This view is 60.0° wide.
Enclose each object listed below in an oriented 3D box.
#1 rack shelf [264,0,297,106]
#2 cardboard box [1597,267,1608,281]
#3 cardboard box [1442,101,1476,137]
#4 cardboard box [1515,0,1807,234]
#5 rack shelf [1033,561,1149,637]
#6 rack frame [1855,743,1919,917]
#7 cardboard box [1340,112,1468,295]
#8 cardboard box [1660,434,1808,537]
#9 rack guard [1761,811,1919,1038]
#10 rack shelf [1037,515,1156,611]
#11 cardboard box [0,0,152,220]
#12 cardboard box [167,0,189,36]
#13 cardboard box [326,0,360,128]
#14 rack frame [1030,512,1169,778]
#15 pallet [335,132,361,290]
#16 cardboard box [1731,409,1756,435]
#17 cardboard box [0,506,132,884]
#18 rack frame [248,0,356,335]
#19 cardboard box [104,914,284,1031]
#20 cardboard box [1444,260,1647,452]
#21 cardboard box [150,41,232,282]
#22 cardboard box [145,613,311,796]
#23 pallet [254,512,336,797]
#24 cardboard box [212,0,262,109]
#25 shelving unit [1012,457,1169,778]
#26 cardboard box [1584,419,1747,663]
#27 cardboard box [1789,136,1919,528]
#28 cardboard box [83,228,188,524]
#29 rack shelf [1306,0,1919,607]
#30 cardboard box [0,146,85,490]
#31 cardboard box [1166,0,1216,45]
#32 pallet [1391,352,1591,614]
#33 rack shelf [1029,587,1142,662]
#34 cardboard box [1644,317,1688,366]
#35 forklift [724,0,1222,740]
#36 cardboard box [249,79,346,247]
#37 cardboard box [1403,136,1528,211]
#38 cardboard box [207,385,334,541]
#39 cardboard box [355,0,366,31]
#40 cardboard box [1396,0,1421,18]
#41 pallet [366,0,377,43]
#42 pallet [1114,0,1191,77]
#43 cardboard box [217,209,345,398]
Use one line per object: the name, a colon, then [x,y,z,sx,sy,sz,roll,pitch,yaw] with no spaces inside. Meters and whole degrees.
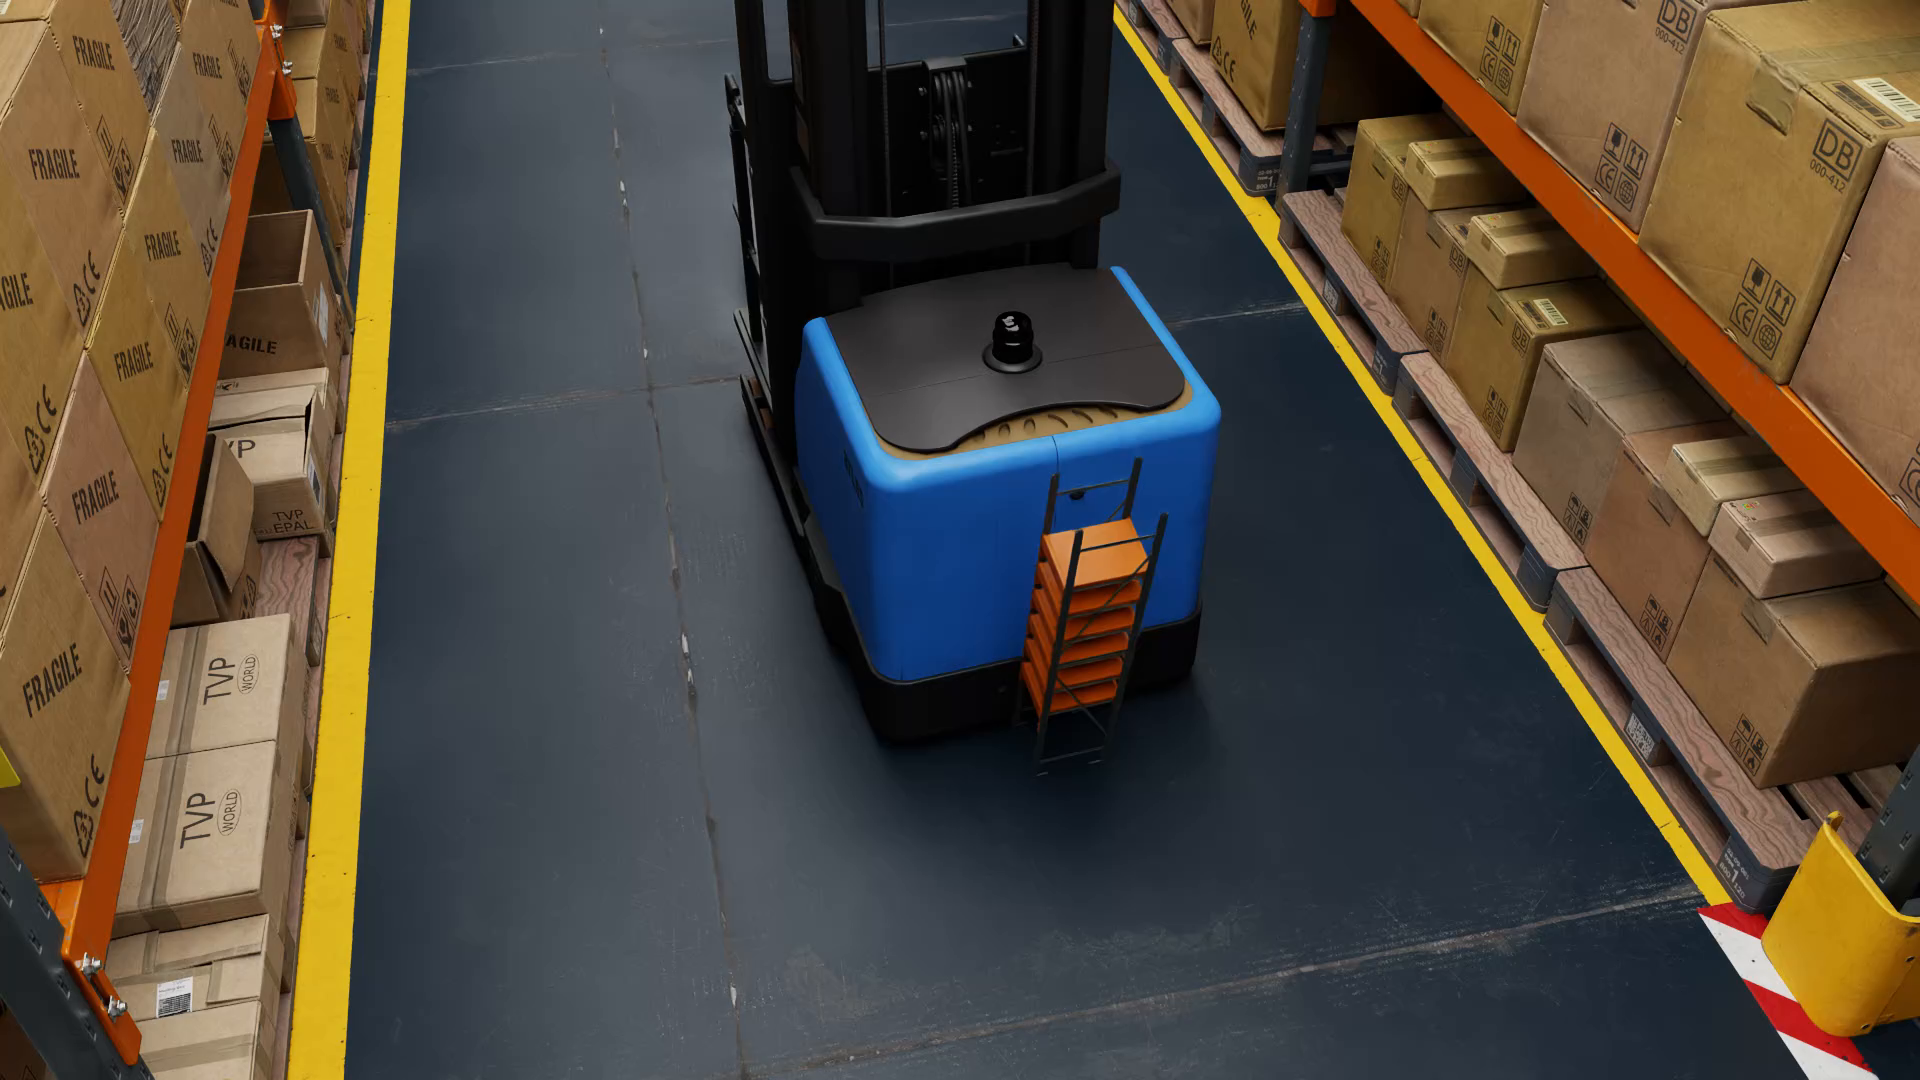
rack shelf: [-3.368,-2.945,7.350,1.077,0.370,4.000,-8,42,-9]
cardboard box: [2.350,-1.042,5.742,0.380,0.149,0.250,-8,42,-9]
cardboard box: [2.124,-1.718,6.504,0.380,0.149,0.250,-9,42,-10]
cardboard box: [2.320,-1.444,4.891,0.980,0.700,0.700,-10,43,-11]
rack shelf: [0.344,0.132,4.397,0.258,0.103,0.180,-11,54,-12]
rack frame: [2.763,-0.037,3.533,1.000,3.000,0.127,-8,42,-9]
cardboard box: [1.961,-1.353,6.581,0.700,0.500,0.500,-8,42,-9]
cardboard box: [2.253,-0.164,4.753,0.380,0.149,0.250,-7,42,-8]
rack guard: [2.768,0.913,4.345,1.175,0.500,0.348,-8,42,-9]
rack shelf: [0.351,0.059,4.302,0.258,0.103,0.180,-11,54,-12]
cardboard box: [-2.245,-1.054,3.849,0.500,0.500,0.500,-9,42,-10]
cardboard box: [-2.461,-1.707,4.585,0.500,0.500,0.500,-9,42,-10]
cardboard box: [-3.029,-2.165,7.481,0.500,0.500,0.500,-8,42,-9]
rack frame: [0.359,0.321,4.500,0.240,1.200,0.006,-11,54,-12]
pallet: [-3.149,-1.397,7.165,1.003,0.211,1.213,-8,42,-9]
cardboard box: [2.573,-0.380,4.996,0.380,0.149,0.250,-8,42,-9]
cardboard box: [-1.911,0.312,3.064,0.500,0.500,0.500,-8,42,-8]
rack frame: [-2.936,-1.918,5.651,1.000,3.000,0.127,-8,42,-9]
cardboard box: [-1.882,1.087,4.068,0.380,0.166,0.250,-8,42,-9]
cardboard box: [2.175,-0.694,5.839,0.700,0.500,0.500,-7,42,-8]
cardboard box: [-2.352,-1.001,4.543,0.500,0.500,0.500,-7,42,-8]
cardboard box: [-2.129,0.497,4.670,0.500,0.250,0.500,-8,42,-9]
pallet: [-2.522,0.363,5.183,1.003,0.211,1.213,-8,42,-9]
cardboard box: [-2.578,-1.668,5.294,0.500,0.500,0.500,-8,42,-9]
shelving unit: [0.333,0.250,4.553,0.258,1.200,0.189,-11,54,-12]
cardboard box: [2.406,-0.023,5.083,0.700,0.500,0.500,-8,42,-9]
cardboard box: [2.643,-0.479,3.804,0.980,0.700,0.700,-7,42,-7]
cardboard box: [-2.133,-0.347,3.806,0.500,0.500,0.500,-8,42,-9]
rack shelf: [2.331,-1.065,5.232,1.077,0.370,4.000,-8,42,-9]
cardboard box: [-2.032,-0.400,3.112,0.500,0.500,0.500,-8,42,-9]
cardboard box: [1.438,-2.962,8.130,0.750,0.750,0.750,-7,42,-8]
pallet: [2.254,-0.291,5.919,1.003,0.211,1.213,-8,42,-9]
rack shelf: [0.337,0.205,4.493,0.258,0.103,0.180,-11,54,-12]
cardboard box: [2.461,-0.711,5.369,0.380,0.149,0.250,-8,42,-9]
forklift: [-0.185,-1.491,5.221,1.130,2.935,3.031,-12,43,-13]
cardboard box: [-2.803,-1.496,6.727,0.500,0.500,0.500,-10,43,-11]
cardboard box: [1.857,-1.347,6.086,0.380,0.149,0.250,-7,42,-8]
cardboard box: [-2.375,-0.262,5.480,0.500,0.311,0.500,-8,42,-9]
cardboard box: [-3.257,-2.832,8.233,0.500,0.500,0.500,-10,43,-11]
cardboard box: [2.001,-2.388,5.955,0.980,0.700,0.700,-8,42,-9]
pallet: [-3.676,-2.978,8.946,1.003,0.211,1.213,-8,42,-9]
pallet: [1.393,-2.869,8.823,1.003,0.211,1.213,-8,42,-9]
cardboard box: [-2.537,-0.819,5.965,0.500,0.500,0.500,-8,42,-9]
